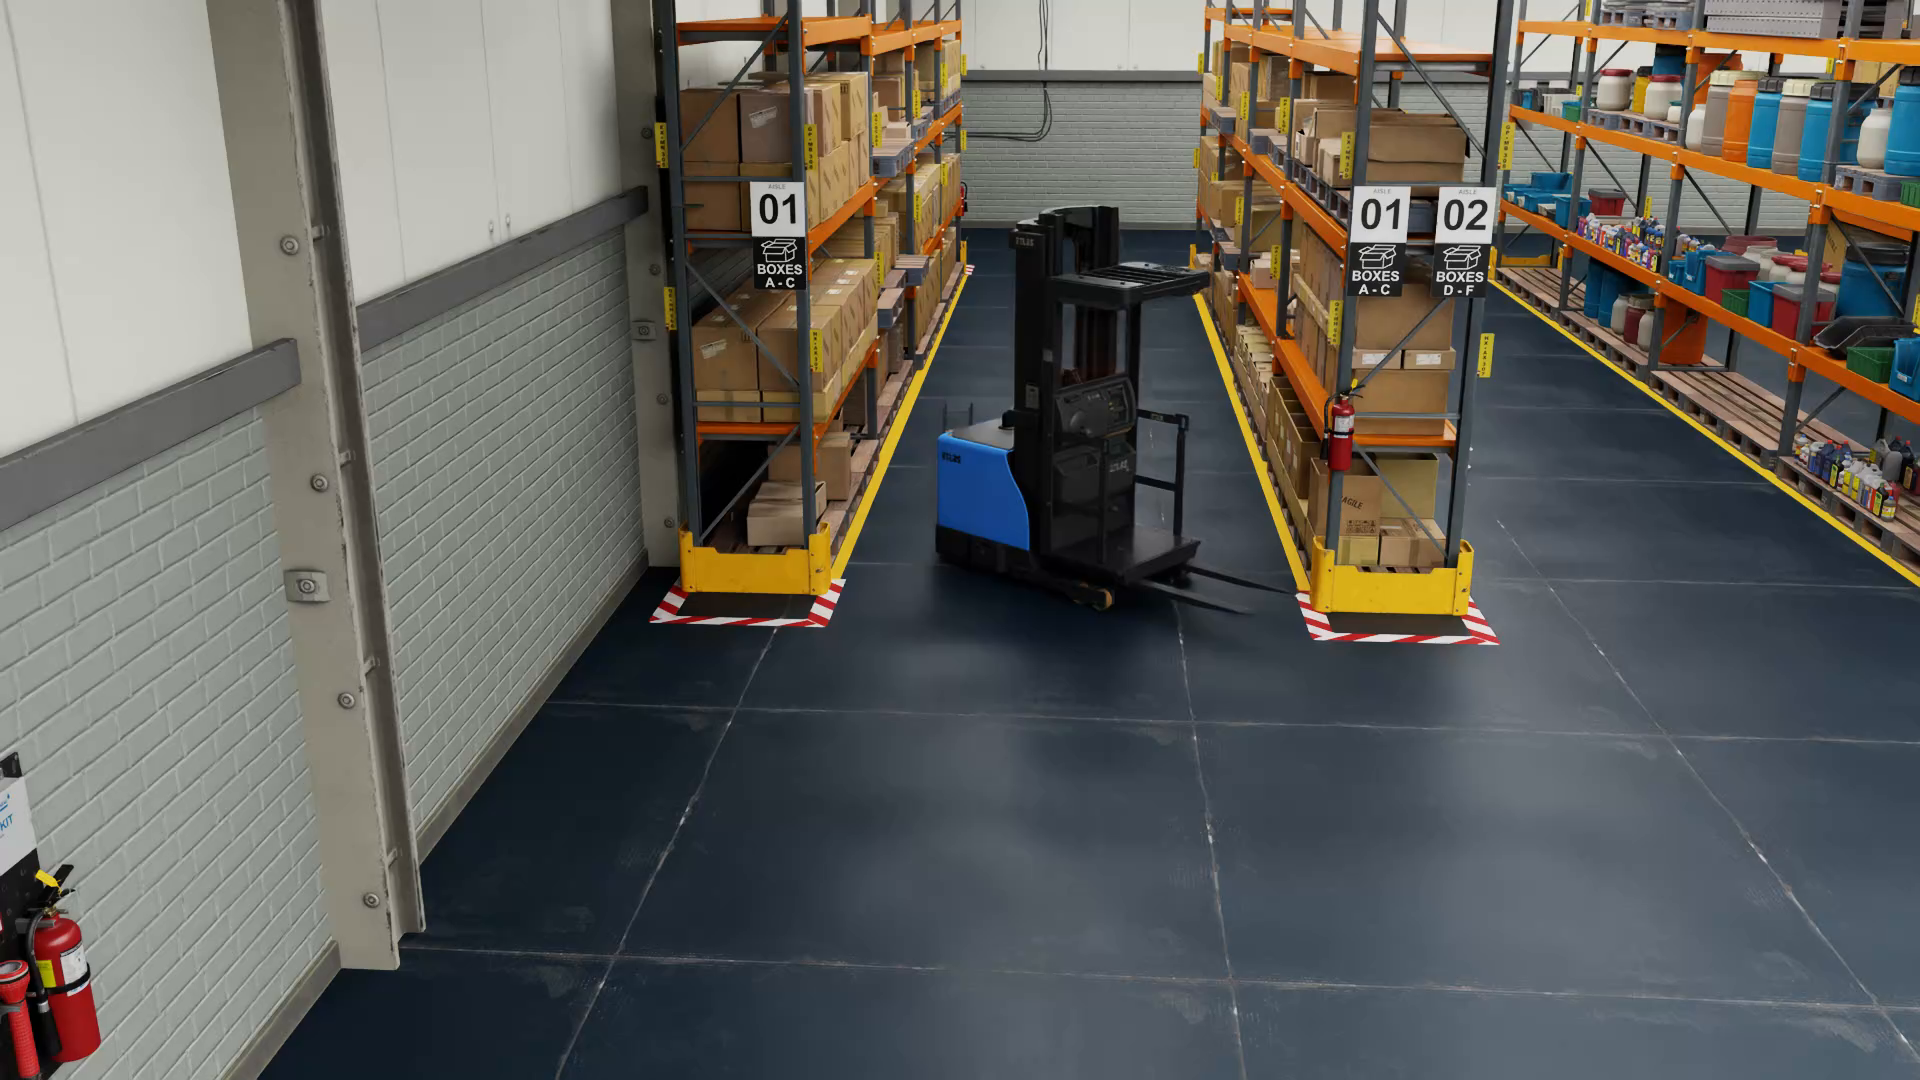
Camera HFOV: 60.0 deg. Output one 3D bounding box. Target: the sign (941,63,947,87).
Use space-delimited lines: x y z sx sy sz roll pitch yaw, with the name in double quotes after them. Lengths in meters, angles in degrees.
-0.229 -6.571 23.506 0.100 0.325 0.005 1 18 4 "sign"

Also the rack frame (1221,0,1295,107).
4.170 -7.501 22.863 1.000 3.000 0.127 1 18 4 "rack frame"

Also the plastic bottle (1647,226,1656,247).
9.207 -4.033 22.119 0.097 0.271 0.097 0 18 0 "plastic bottle"

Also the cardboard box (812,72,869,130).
-1.110 -4.071 15.413 0.500 0.500 0.500 0 18 -1 "cardboard box"

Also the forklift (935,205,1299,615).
1.220 -1.035 12.875 3.031 2.935 1.130 16 24 40 "forklift"

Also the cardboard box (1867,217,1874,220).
13.857 -4.888 24.928 0.380 0.149 0.250 2 18 5 "cardboard box"

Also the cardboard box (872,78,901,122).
-1.081 -5.348 20.243 0.700 0.500 0.500 0 18 0 "cardboard box"

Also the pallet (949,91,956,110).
-0.612 -6.774 25.606 1.003 0.211 1.213 1 18 4 "pallet"

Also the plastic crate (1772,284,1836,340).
8.266 -2.241 16.343 0.402 0.464 0.583 1 18 4 "plastic crate"

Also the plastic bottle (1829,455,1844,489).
7.998 -0.621 15.158 0.061 0.283 0.133 2 18 6 "plastic bottle"

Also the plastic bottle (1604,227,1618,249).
8.614 -3.984 21.965 0.152 0.276 0.135 1 18 4 "plastic bottle"

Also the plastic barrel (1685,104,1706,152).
8.496 -4.685 18.906 0.421 0.512 0.421 0 18 0 "plastic barrel"

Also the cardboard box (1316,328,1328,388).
3.464 -1.596 14.316 0.700 0.500 0.500 2 18 6 "cardboard box"

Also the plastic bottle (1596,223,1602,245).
8.595 -4.103 22.314 0.061 0.283 0.133 1 18 4 "plastic bottle"

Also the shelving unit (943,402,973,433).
-0.017 -0.570 14.236 0.258 1.200 0.189 1 18 3 "shelving unit"

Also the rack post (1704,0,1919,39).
8.592 -5.613 16.780 1.013 1.000 3.121 1 18 4 "rack post"

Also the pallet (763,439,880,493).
-1.358 -0.740 16.343 1.003 0.211 1.213 1 18 4 "pallet"

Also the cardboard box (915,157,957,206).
-0.552 -5.759 26.701 0.980 0.700 0.700 1 18 3 "cardboard box"

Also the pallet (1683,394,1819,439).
8.639 -1.353 18.214 1.003 0.211 1.213 1 18 4 "pallet"

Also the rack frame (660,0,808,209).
-1.631 -3.883 11.823 1.000 3.000 0.127 1 18 4 "rack frame"

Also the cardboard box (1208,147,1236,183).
4.018 -5.651 25.086 0.500 0.500 0.500 1 18 4 "cardboard box"

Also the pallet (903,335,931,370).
-0.926 -2.435 21.516 1.003 0.211 1.213 1 18 4 "pallet"

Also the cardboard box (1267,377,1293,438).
3.251 -1.278 16.042 0.500 0.500 0.500 1 18 4 "cardboard box"

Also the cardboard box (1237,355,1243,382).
3.518 -1.988 19.415 0.500 0.250 0.500 1 18 2 "cardboard box"

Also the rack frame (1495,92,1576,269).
9.397 -5.781 27.247 1.000 3.000 0.127 1 18 4 "rack frame"

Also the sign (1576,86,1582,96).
9.947 -7.149 26.774 0.100 0.325 0.005 1 18 4 "sign"

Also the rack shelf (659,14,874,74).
-1.488 -4.161 13.831 1.077 0.370 4.000 1 18 4 "rack shelf"

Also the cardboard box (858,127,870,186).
-1.135 -3.594 15.564 0.500 0.500 0.500 2 18 5 "cardboard box"

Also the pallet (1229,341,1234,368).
3.974 -2.314 21.145 1.003 0.211 1.213 1 18 4 "pallet"

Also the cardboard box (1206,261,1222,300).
3.928 -3.854 24.677 0.500 0.500 0.500 1 18 4 "cardboard box"

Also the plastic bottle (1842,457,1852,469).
8.078 -0.620 15.172 0.097 0.271 0.097 0 18 0 "plastic bottle"

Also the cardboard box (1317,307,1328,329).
3.256 -1.884 14.152 0.380 0.149 0.250 1 18 3 "cardboard box"

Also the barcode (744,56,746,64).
-1.873 -4.181 14.497 0.001 0.075 0.075 1 18 4 "barcode"

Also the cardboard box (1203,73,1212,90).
4.160 -7.330 26.597 0.500 0.250 0.500 1 18 4 "cardboard box"

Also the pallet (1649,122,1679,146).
8.976 -4.867 19.945 1.003 0.211 1.213 1 18 4 "pallet"

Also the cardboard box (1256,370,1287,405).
3.371 -1.619 17.386 0.500 0.311 0.500 2 18 5 "cardboard box"

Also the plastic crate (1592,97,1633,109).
9.473 -6.281 24.168 0.497 0.269 0.590 1 18 4 "plastic crate"

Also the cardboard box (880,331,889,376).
-1.210 -2.156 19.494 0.700 0.500 0.500 1 18 4 "cardboard box"

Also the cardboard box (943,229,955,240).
-0.280 -4.979 27.098 0.380 0.149 0.250 2 18 5 "cardboard box"

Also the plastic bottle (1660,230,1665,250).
9.316 -3.966 21.908 0.152 0.276 0.135 1 18 4 "plastic bottle"

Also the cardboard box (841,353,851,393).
-1.214 -1.435 14.193 0.500 0.250 0.500 1 18 3 "cardboard box"

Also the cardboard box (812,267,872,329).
-1.100 -2.260 15.509 0.500 0.500 0.500 1 18 4 "cardboard box"

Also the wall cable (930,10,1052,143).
0.277 -9.126 32.808 3.097 2.526 0.112 1 18 4 "wall cable"

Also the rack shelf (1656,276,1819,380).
8.680 -2.333 17.881 1.077 0.370 4.000 1 18 4 "rack shelf"

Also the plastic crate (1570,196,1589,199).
9.404 -4.981 24.900 0.437 0.282 0.530 1 18 4 "plastic crate"

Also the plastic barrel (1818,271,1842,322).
8.824 -2.410 16.744 0.433 0.535 0.433 0 18 0 "plastic barrel"

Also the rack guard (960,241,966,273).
-0.483 -4.821 28.334 1.175 0.500 0.348 1 18 4 "rack guard"

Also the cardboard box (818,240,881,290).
-1.227 -2.862 17.473 0.700 0.500 0.500 3 18 10 "cardboard box"

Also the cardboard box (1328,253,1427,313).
3.427 -2.068 13.674 0.700 0.500 0.500 1 18 4 "cardboard box"

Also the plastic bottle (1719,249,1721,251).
9.213 -3.397 20.181 0.097 0.271 0.097 0 18 0 "plastic bottle"

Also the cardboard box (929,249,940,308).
-0.688 -3.733 23.775 0.750 0.750 0.750 1 18 5 "cardboard box"

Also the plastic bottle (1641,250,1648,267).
8.477 -3.474 20.527 0.097 0.201 0.097 0 18 0 "plastic bottle"

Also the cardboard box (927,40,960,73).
-0.265 -7.726 26.568 0.500 0.500 0.500 1 18 4 "cardboard box"

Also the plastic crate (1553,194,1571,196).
9.519 -5.426 26.494 0.396 0.136 0.243 1 18 4 "plastic crate"

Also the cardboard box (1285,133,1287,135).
3.887 -4.656 18.564 0.500 0.250 0.500 2 18 5 "cardboard box"

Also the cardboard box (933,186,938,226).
-0.580 -4.650 23.127 0.500 0.500 0.500 1 18 4 "cardboard box"

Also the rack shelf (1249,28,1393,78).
3.740 -5.105 17.350 1.077 0.370 4.000 1 18 4 "rack shelf"

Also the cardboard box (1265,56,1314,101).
3.921 -5.491 19.780 0.500 0.500 0.500 1 18 4 "cardboard box"

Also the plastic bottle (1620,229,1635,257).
8.562 -3.811 21.316 0.144 0.351 0.185 1 18 4 "plastic bottle"
